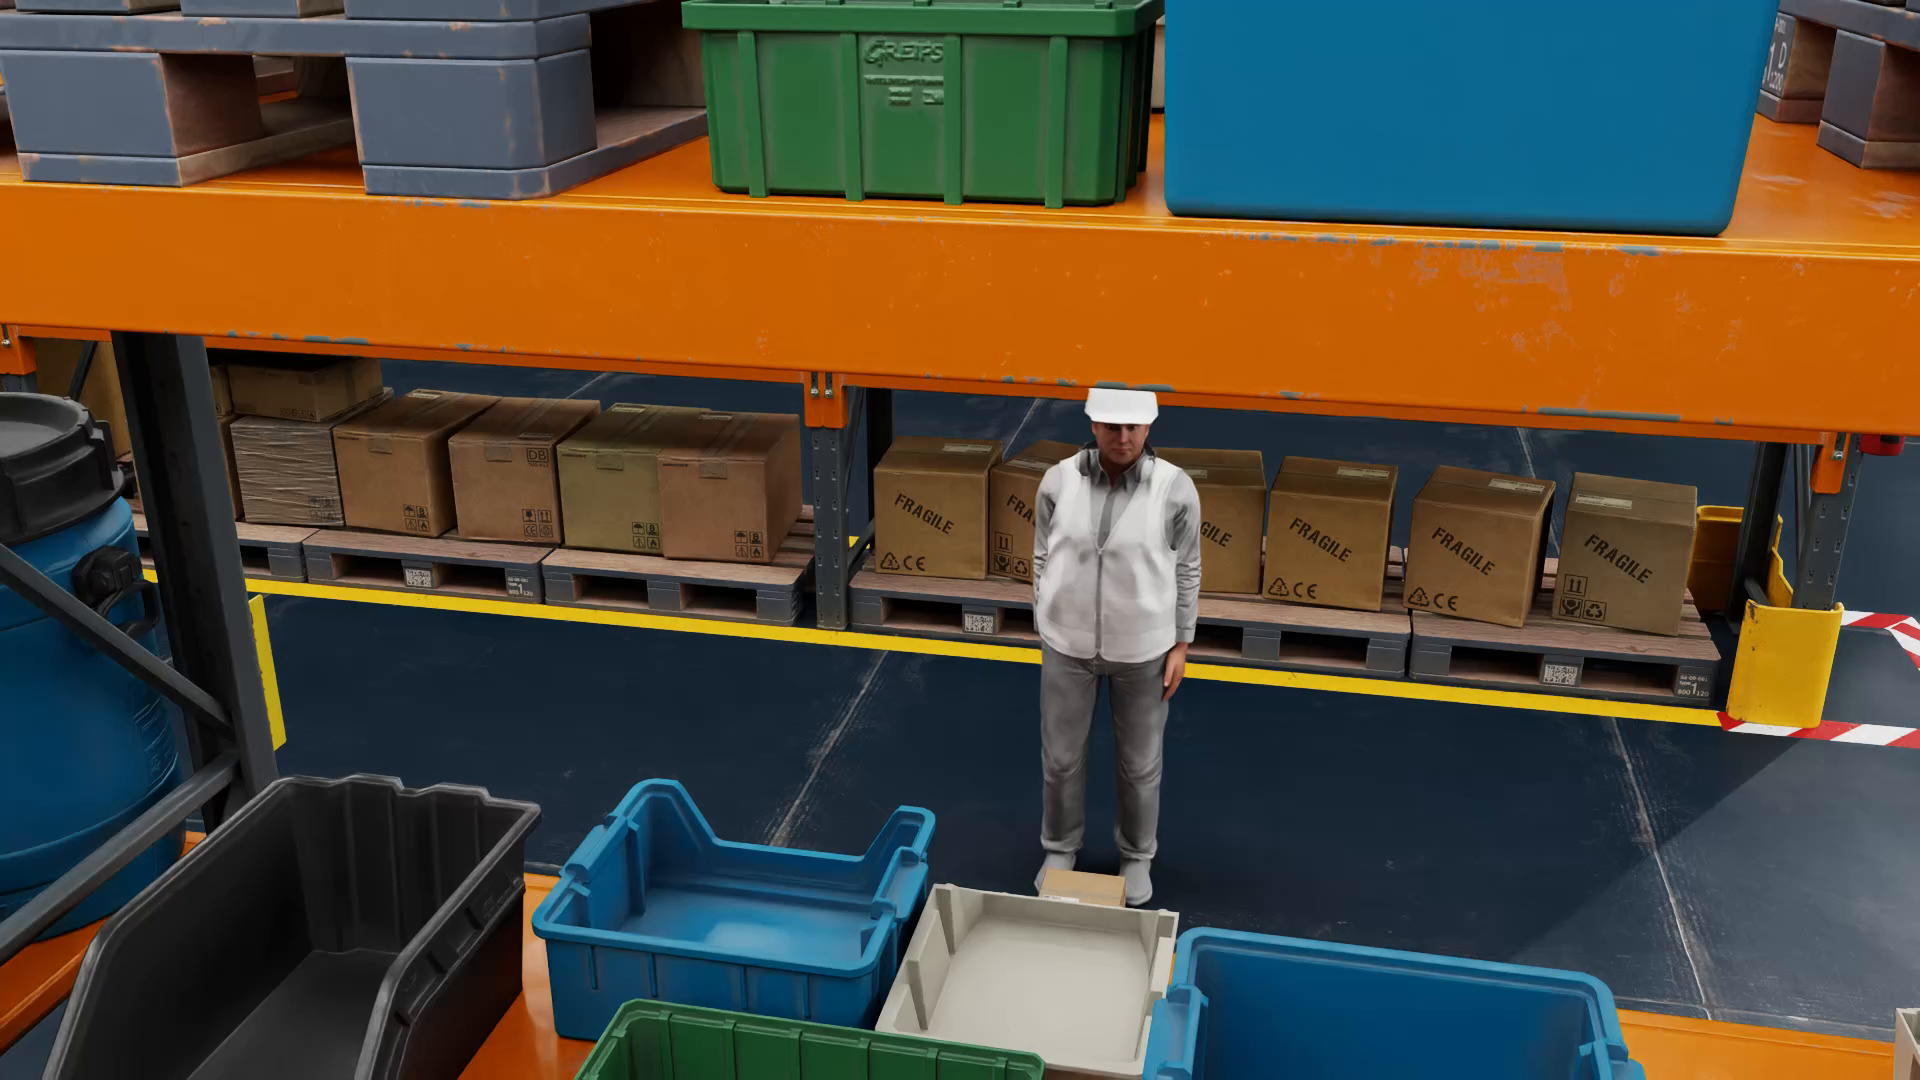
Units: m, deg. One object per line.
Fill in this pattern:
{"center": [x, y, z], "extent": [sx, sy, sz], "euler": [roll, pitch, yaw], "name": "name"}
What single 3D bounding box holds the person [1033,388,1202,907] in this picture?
{"center": [0.480, 0.317, 5.246], "extent": [0.531, 1.767, 0.359], "euler": [5, 22, 12], "name": "person"}
